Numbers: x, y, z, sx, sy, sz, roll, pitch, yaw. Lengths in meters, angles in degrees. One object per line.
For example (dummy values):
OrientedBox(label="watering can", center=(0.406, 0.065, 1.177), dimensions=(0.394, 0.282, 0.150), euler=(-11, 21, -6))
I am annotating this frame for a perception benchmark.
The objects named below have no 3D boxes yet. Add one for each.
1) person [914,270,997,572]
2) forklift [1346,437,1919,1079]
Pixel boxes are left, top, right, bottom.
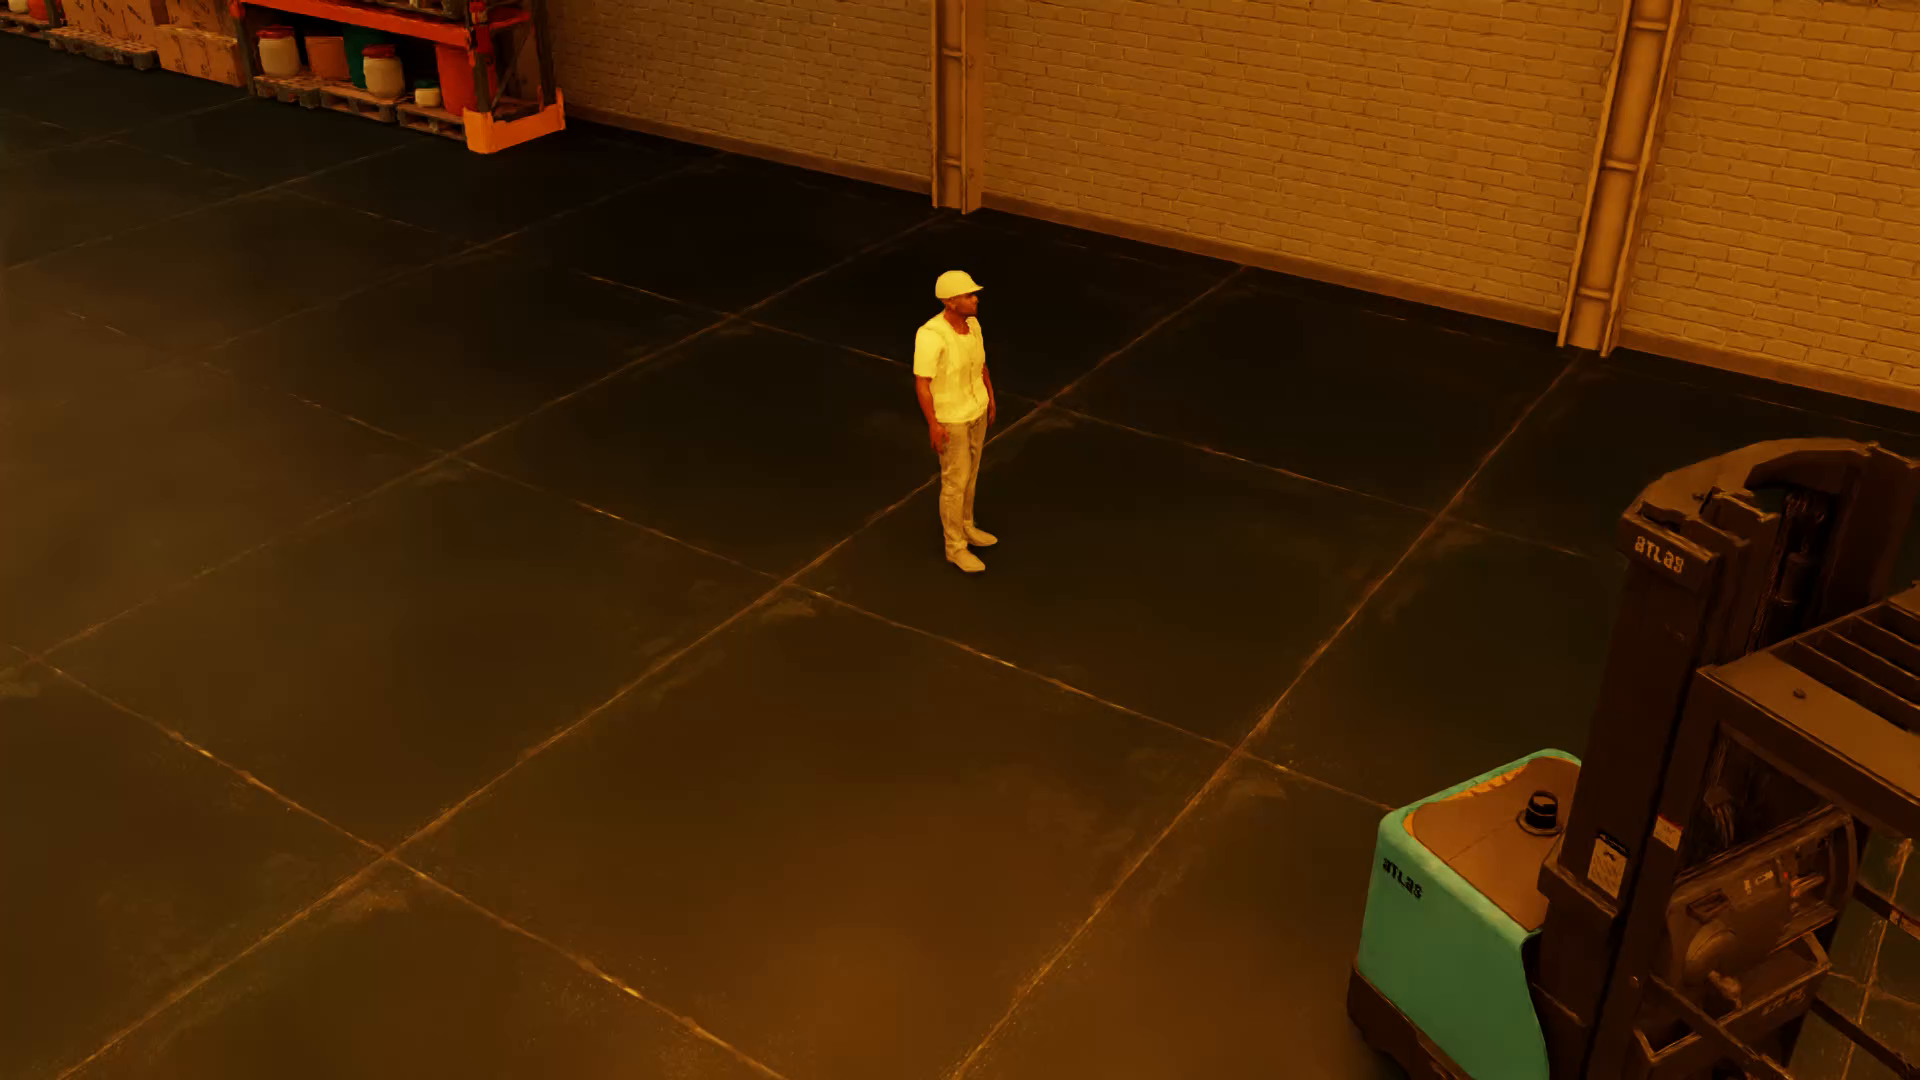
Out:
OrientedBox(label="person", center=(0.055, -0.748, 10.015), dimensions=(0.576, 1.766, 0.665), euler=(19, 35, 29))
OrientedBox(label="forklift", center=(2.783, 1.269, 5.396), dimensions=(1.130, 2.935, 3.031), euler=(-16, 34, -25))
